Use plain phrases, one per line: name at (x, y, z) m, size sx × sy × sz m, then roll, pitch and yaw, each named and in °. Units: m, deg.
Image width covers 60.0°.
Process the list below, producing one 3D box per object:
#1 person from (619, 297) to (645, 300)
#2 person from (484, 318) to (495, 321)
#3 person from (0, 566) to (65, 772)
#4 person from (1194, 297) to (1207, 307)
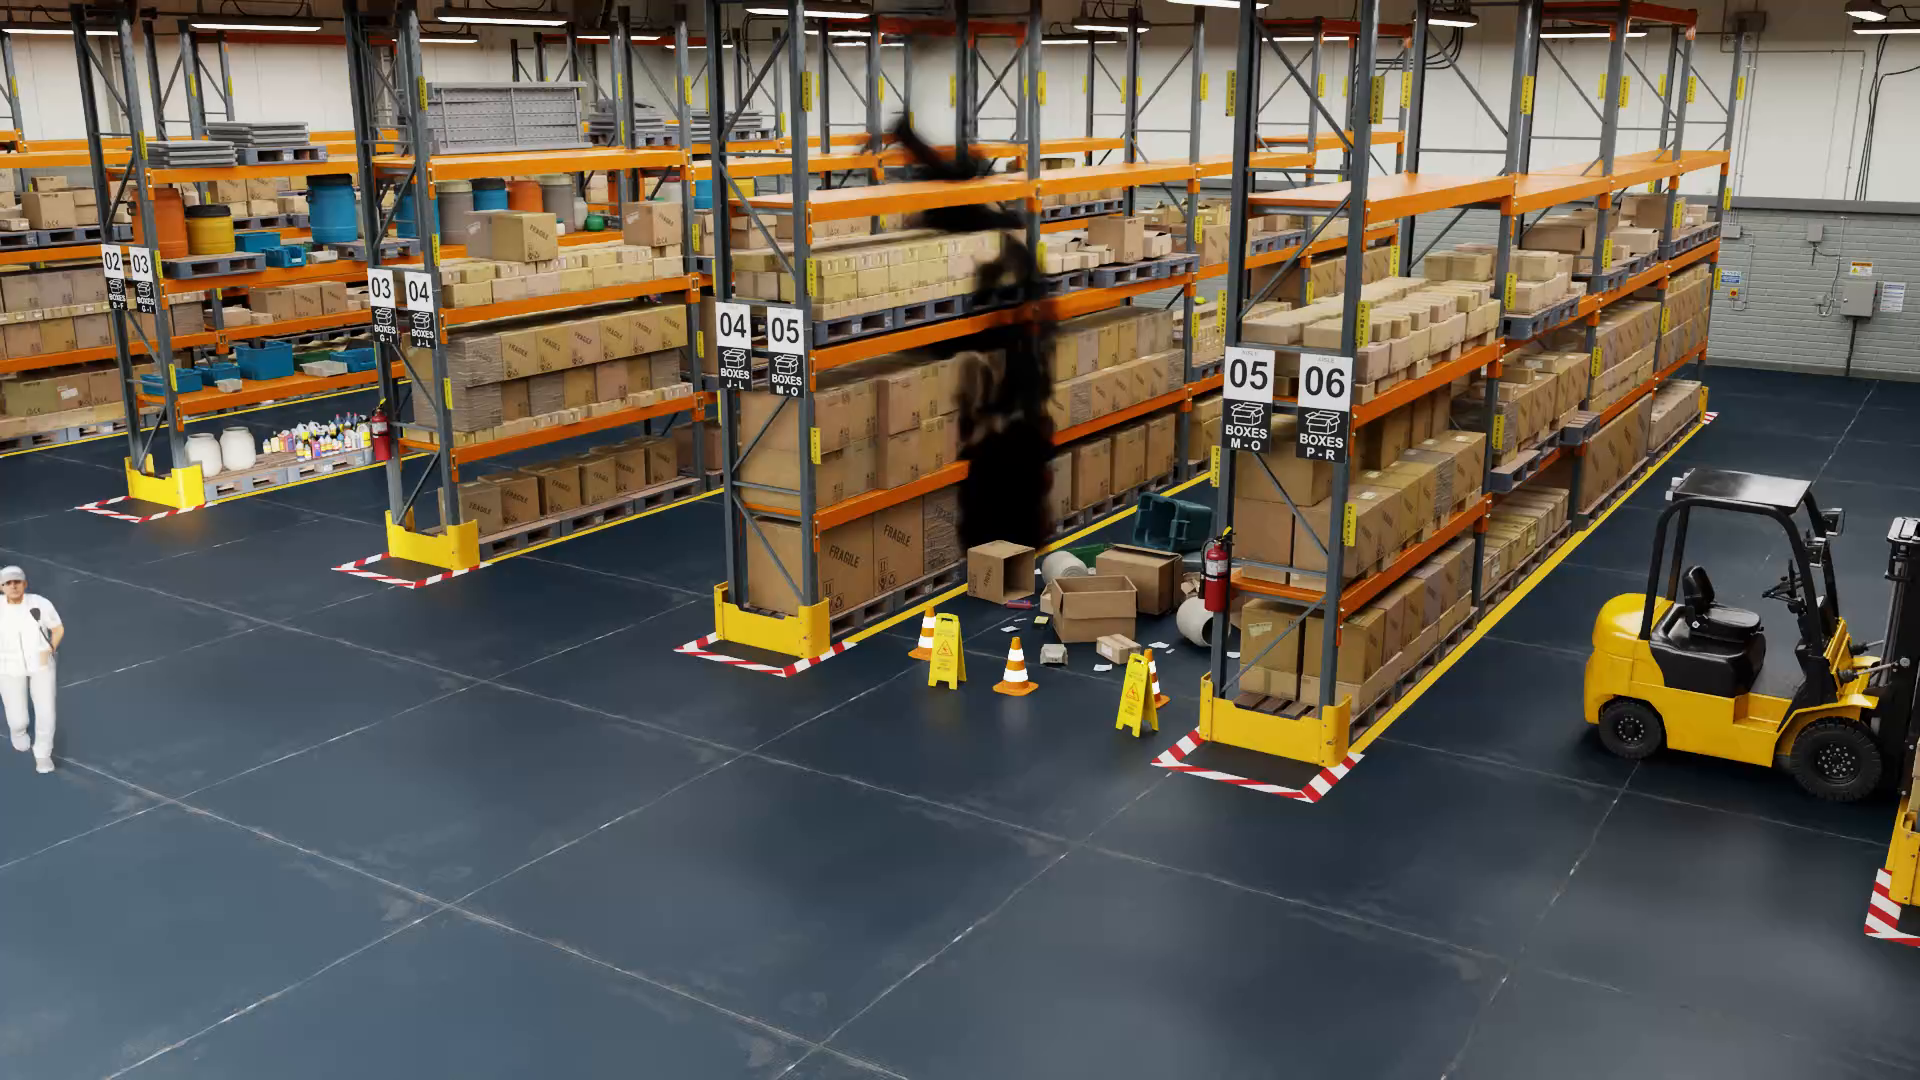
person at (-6.306, -4.302, 31.362) m, size 0.640 × 1.750 × 0.604 m, roll 7°, pitch 17°, yaw 25°
person at (-7.868, -3.163, 27.356) m, size 0.711 × 1.727 × 0.701 m, roll 8°, pitch 17°, yaw 26°
person at (-7.129, 0.985, 12.686) m, size 0.608 × 1.623 × 0.549 m, roll -10°, pitch 18°, yaw -31°
person at (3.934, -3.097, 27.154) m, size 0.707 × 1.757 × 0.803 m, roll 10°, pitch 19°, yaw 33°
